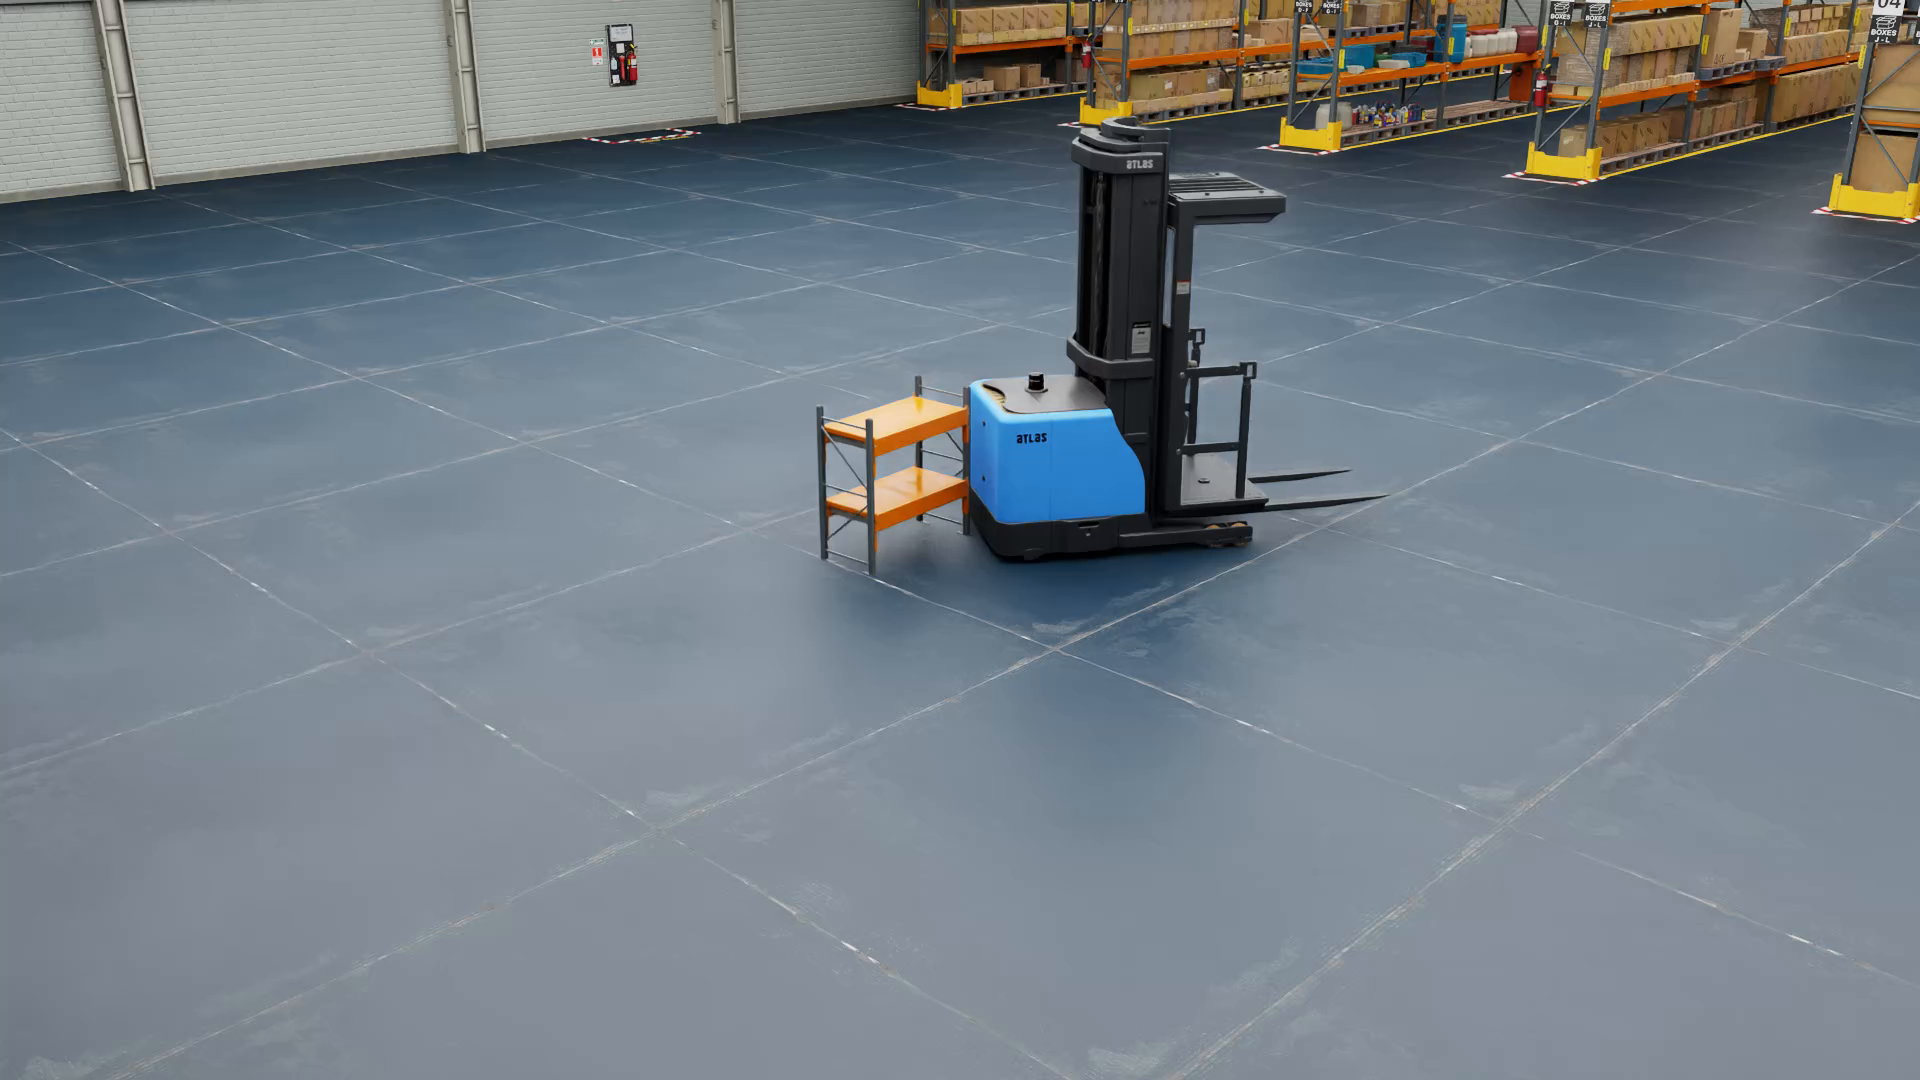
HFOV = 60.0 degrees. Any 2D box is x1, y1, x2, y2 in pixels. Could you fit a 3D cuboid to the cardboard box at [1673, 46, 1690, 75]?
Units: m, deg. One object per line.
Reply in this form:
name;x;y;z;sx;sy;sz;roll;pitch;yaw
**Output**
cardboard box;12.560;-8.669;29.894;0.875;0.500;0.500;19;28;41

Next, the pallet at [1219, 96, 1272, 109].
pallet;6.309;-9.962;37.698;1.003;0.211;1.213;19;28;41

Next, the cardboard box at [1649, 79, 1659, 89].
cardboard box;11.922;-7.956;28.943;0.380;0.149;0.250;19;28;41

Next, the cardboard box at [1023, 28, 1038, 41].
cardboard box;1.465;-11.786;38.738;0.500;0.250;0.500;19;28;40

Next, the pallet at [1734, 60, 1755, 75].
pallet;14.357;-9.003;31.585;1.003;0.211;1.213;19;28;41

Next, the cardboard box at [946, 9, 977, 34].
cardboard box;0.029;-11.612;37.240;0.500;0.500;0.500;19;28;41

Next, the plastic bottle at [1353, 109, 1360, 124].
plastic bottle;7.818;-8.346;32.780;0.061;0.283;0.133;19;28;41

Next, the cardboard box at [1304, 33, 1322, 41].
cardboard box;8.184;-11.675;38.618;0.380;0.149;0.250;19;28;41

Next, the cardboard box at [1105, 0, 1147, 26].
cardboard box;3.404;-10.819;34.093;0.700;0.500;0.500;19;28;41

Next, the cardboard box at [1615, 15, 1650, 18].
cardboard box;11.725;-8.927;29.171;0.500;0.500;0.500;19;28;41

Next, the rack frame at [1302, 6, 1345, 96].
rack frame;8.613;-12.092;39.355;1.000;3.000;0.127;19;28;41

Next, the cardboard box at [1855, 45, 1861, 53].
cardboard box;19.127;-10.583;35.779;0.380;0.149;0.250;18;27;39

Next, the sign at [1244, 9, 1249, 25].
sign;6.222;-11.367;36.150;0.100;0.325;0.005;19;28;41

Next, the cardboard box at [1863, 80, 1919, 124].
cardboard box;13.837;-6.465;24.505;0.875;0.550;0.550;19;28;41

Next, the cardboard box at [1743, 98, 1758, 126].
cardboard box;15.255;-8.473;32.810;0.700;0.500;0.500;17;27;38

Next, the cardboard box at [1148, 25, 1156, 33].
cardboard box;3.818;-10.565;34.337;0.380;0.149;0.250;19;28;41

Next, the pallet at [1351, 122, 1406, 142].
pallet;8.020;-8.045;32.710;1.003;0.211;1.213;19;28;41

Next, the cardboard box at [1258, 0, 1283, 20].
cardboard box;8.242;-14.635;45.551;0.700;0.700;0.980;-20;28;-41

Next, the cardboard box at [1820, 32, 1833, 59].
cardboard box;17.659;-10.237;34.388;0.500;0.500;0.500;19;28;40

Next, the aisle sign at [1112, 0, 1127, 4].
aisle sign;3.206;-11.156;33.295;0.394;0.787;0.004;19;28;41

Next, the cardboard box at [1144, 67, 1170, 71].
cardboard box;4.230;-9.900;35.852;0.500;0.500;0.500;19;28;41

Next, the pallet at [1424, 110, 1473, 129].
pallet;9.889;-8.733;34.502;1.003;0.211;1.213;19;28;41

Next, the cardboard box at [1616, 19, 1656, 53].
cardboard box;11.408;-8.537;28.156;0.500;0.500;0.500;19;28;41

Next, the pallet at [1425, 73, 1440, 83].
pallet;11.884;-11.995;42.989;1.003;0.211;1.213;19;28;41

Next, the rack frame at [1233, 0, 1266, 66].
rack frame;7.852;-14.359;45.253;1.000;3.000;0.127;19;28;41

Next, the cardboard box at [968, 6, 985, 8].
cardboard box;0.373;-11.999;38.249;0.500;0.500;0.500;18;28;39

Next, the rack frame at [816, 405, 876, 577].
rack frame;-0.778;-0.331;11.369;0.500;1.125;0.032;17;27;37

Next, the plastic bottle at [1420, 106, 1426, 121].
plastic bottle;9.270;-8.555;33.323;0.133;0.283;0.061;-18;28;-39

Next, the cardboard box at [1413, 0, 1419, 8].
cardboard box;11.571;-13.829;42.339;0.500;0.500;0.500;19;28;41

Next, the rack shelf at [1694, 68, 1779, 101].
rack shelf;14.313;-8.762;31.693;1.077;0.370;4.000;19;28;41

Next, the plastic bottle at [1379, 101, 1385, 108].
plastic bottle;8.509;-8.689;33.578;0.185;0.351;0.144;-19;28;-41

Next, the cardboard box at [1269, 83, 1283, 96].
cardboard box;6.999;-10.283;37.895;0.500;0.250;0.500;18;28;39

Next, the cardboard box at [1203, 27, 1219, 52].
cardboard box;5.155;-10.858;36.004;0.700;0.500;0.500;19;28;40

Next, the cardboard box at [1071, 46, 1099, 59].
cardboard box;3.078;-11.999;40.938;0.500;0.250;0.500;19;28;40

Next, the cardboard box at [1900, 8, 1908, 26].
cardboard box;21.138;-11.896;37.594;0.500;0.500;0.500;20;29;41

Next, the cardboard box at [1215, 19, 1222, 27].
cardboard box;5.432;-11.159;35.883;0.380;0.149;0.250;18;28;39

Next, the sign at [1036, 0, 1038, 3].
sign;1.871;-12.981;40.054;0.100;0.325;0.005;19;28;41

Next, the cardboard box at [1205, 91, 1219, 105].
cardboard box;5.300;-9.677;36.317;0.500;0.250;0.500;19;28;41

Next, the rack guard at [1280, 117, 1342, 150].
rack guard;6.598;-7.660;31.306;1.175;0.500;0.348;19;28;41

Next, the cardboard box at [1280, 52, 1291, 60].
cardboard box;8.800;-13.684;46.393;0.700;0.500;0.500;19;28;40

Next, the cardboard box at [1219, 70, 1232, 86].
cardboard box;5.900;-10.414;37.454;0.500;0.311;0.500;19;28;41

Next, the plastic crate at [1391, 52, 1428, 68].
plastic crate;8.792;-9.402;32.561;0.499;0.251;0.616;19;28;41

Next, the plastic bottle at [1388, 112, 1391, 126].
plastic bottle;8.376;-8.229;32.493;0.097;0.271;0.097;0;21;0

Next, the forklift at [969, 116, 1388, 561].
forklift;1.624;-1.485;11.853;3.031;2.935;1.130;-5;22;-12

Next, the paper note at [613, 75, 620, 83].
paper note;-6.760;-9.064;32.703;0.016;0.148;0.142;19;28;41

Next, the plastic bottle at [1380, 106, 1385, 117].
plastic bottle;8.494;-8.584;33.417;0.097;0.271;0.097;0;21;0

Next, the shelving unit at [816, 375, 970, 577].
shelving unit;-0.453;-0.471;11.733;0.538;1.125;1.048;17;27;37

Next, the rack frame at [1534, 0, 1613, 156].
rack frame;10.128;-7.556;27.551;1.000;3.000;0.127;19;28;41

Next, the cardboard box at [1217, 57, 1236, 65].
cardboard box;6.874;-13.123;44.448;0.750;0.750;0.750;-19;28;-40

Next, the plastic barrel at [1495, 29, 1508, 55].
plastic barrel;11.301;-10.478;34.998;0.421;0.512;0.421;0;21;0

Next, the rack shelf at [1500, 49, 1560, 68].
rack shelf;13.555;-11.030;37.593;1.077;0.370;4.000;19;28;41

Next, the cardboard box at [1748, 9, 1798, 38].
cardboard box;16.230;-10.311;33.182;0.637;0.503;0.797;-19;28;-40
